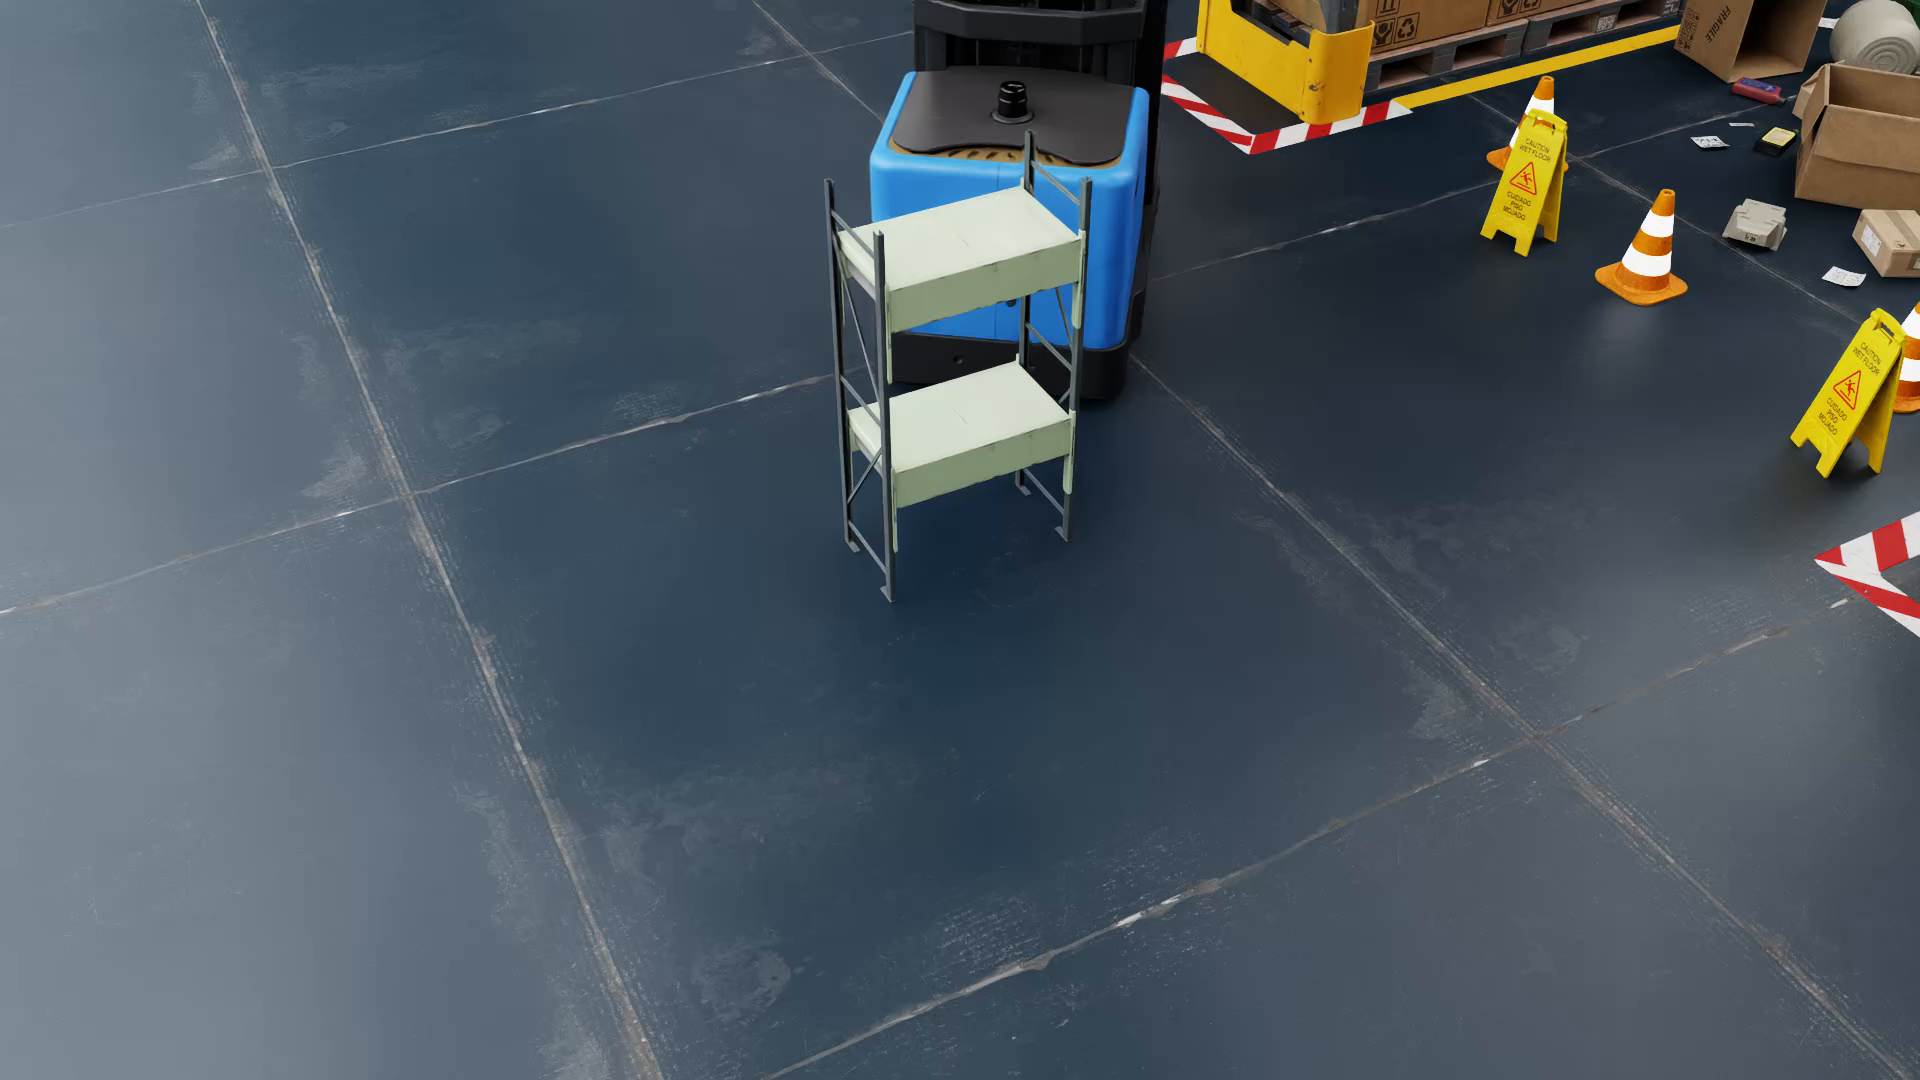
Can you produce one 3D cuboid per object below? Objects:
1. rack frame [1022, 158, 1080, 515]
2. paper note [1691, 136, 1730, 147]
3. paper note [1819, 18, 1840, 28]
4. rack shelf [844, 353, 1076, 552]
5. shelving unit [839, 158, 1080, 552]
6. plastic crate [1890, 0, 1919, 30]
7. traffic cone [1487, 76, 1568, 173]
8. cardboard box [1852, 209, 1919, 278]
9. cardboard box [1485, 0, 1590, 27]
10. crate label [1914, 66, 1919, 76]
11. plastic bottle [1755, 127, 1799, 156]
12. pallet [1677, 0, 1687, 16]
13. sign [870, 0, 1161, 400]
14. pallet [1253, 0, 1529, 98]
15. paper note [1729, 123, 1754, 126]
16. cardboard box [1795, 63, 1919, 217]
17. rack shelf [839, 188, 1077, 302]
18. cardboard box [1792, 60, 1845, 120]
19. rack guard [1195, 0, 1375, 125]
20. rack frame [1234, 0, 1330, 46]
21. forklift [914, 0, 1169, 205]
[{"bbox_3d":[0.319,-0.679,5.891,0.010,1.308,0.380,-19,44,-21],"label":"rack frame"},{"bbox_3d":[3.920,-2.081,8.686,0.142,0.017,0.144,-5,40,-6],"label":"paper note"},{"bbox_3d":[5.152,-3.073,9.856,0.147,0.020,0.142,15,42,17],"label":"paper note"},{"bbox_3d":[-0.006,-0.322,5.974,0.720,0.370,0.431,-19,44,-21],"label":"rack shelf"},{"bbox_3d":[-0.001,-0.572,5.765,0.731,1.308,0.431,-19,44,-21],"label":"shelving unit"},{"bbox_3d":[5.781,-3.072,9.689,0.662,0.188,0.450,2,30,2],"label":"plastic crate"},{"bbox_3d":[2.909,-2.108,8.383,0.334,0.463,0.336,-19,44,-21],"label":"traffic cone"},{"bbox_3d":[4.387,-1.386,7.772,0.250,0.149,0.380,2,40,2],"label":"cardboard box"},{"bbox_3d":[3.132,-3.585,9.483,0.875,0.875,0.875,-19,44,-21],"label":"cardboard box"},{"bbox_3d":[5.477,-2.715,9.352,0.298,0.136,0.250,15,42,17],"label":"crate label"},{"bbox_3d":[4.269,-2.091,8.673,0.133,0.061,0.283,31,49,31],"label":"plastic bottle"},{"bbox_3d":[4.619,-3.679,10.433,1.213,0.211,1.003,-19,44,-21],"label":"pallet"},{"bbox_3d":[0.290,-2.238,6.707,2.025,2.768,2.177,-19,44,-21],"label":"sign"},{"bbox_3d":[2.455,-2.951,9.573,1.213,0.211,1.003,-19,44,-21],"label":"pallet"},{"bbox_3d":[4.163,-2.212,8.855,0.123,0.001,0.032,2,40,2],"label":"paper note"},{"bbox_3d":[4.547,-1.948,8.161,0.797,0.503,0.637,15,42,17],"label":"cardboard box"},{"bbox_3d":[-0.006,-0.943,5.448,0.686,0.124,0.368,-19,44,-21],"label":"rack shelf"},{"bbox_3d":[4.656,-2.314,8.778,0.258,0.266,0.396,-12,42,-13],"label":"cardboard box"},{"bbox_3d":[1.761,-2.771,9.136,0.348,0.500,1.175,-19,44,-21],"label":"rack guard"},{"bbox_3d":[1.780,-3.734,8.339,0.053,2.616,0.949,-19,44,-21],"label":"rack frame"},{"bbox_3d":[0.387,-2.647,7.109,1.121,2.935,3.031,6,41,7],"label":"forklift"}]
